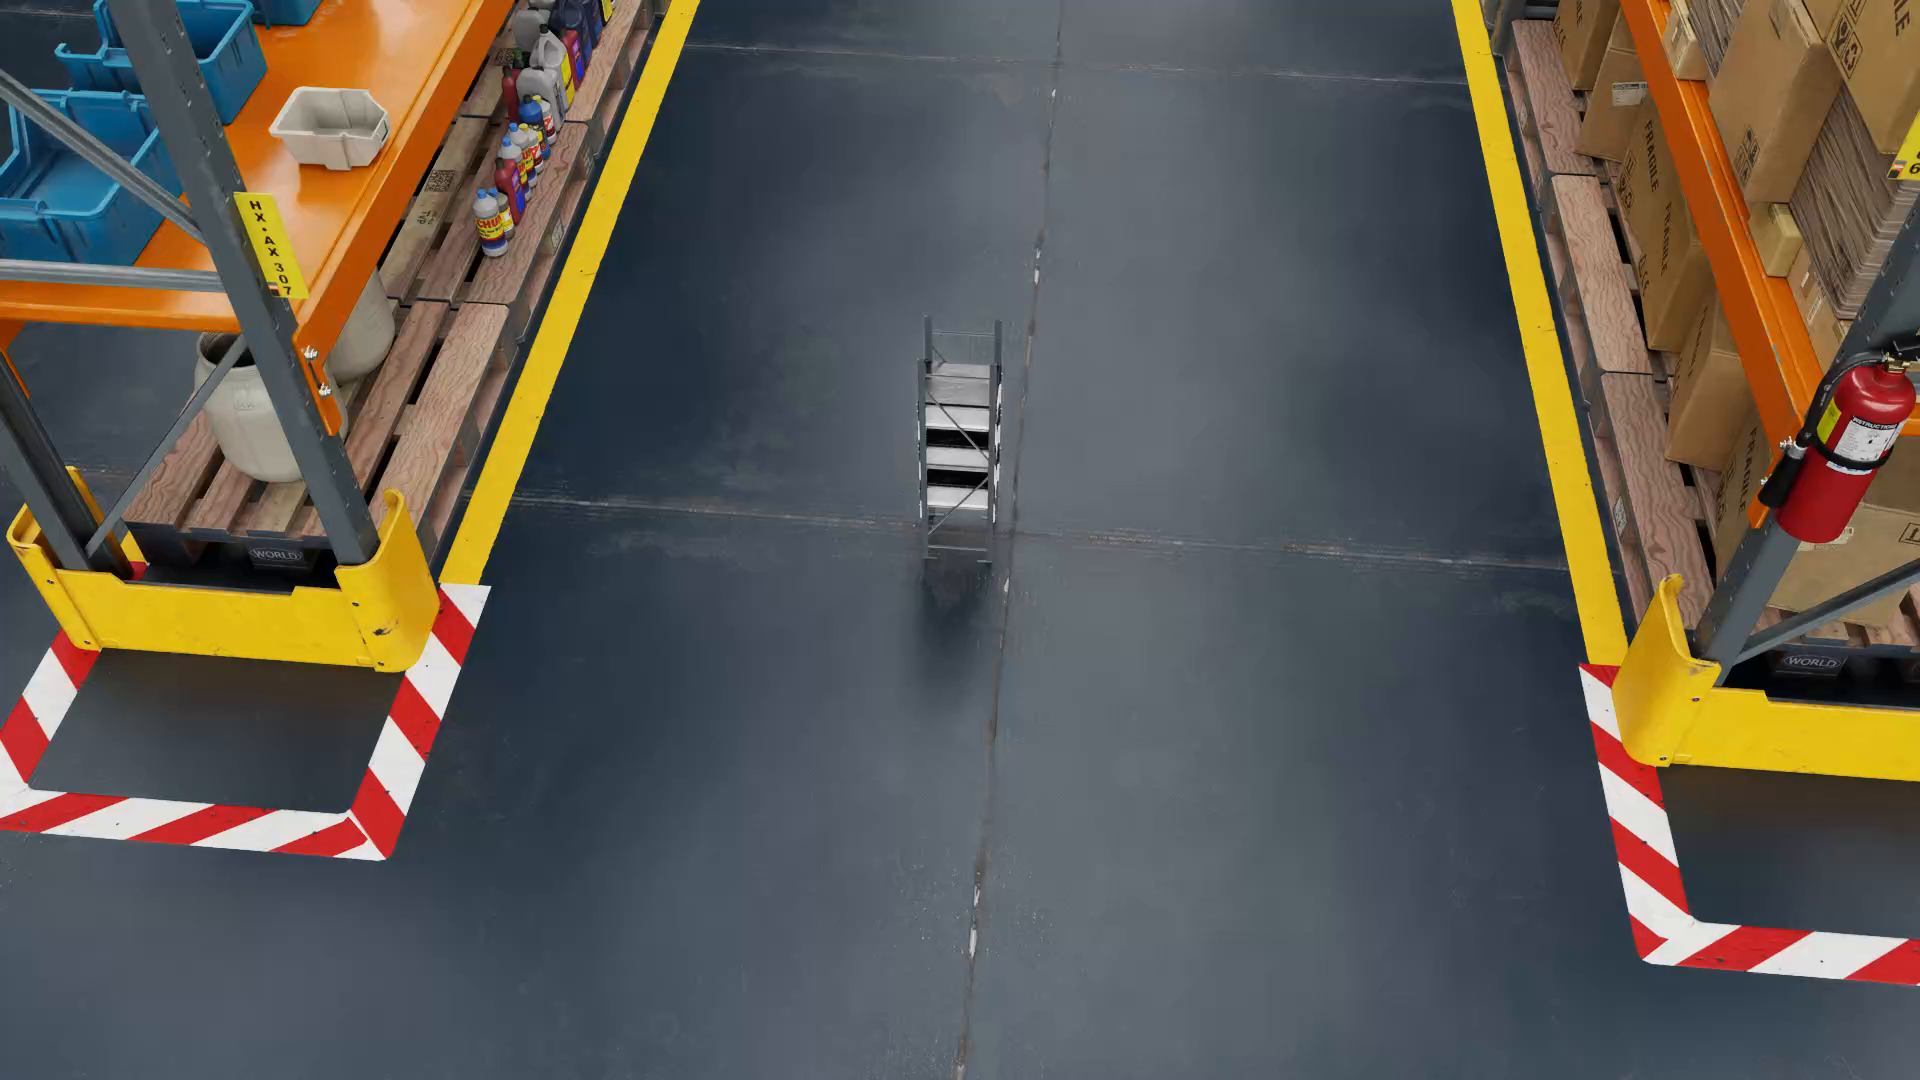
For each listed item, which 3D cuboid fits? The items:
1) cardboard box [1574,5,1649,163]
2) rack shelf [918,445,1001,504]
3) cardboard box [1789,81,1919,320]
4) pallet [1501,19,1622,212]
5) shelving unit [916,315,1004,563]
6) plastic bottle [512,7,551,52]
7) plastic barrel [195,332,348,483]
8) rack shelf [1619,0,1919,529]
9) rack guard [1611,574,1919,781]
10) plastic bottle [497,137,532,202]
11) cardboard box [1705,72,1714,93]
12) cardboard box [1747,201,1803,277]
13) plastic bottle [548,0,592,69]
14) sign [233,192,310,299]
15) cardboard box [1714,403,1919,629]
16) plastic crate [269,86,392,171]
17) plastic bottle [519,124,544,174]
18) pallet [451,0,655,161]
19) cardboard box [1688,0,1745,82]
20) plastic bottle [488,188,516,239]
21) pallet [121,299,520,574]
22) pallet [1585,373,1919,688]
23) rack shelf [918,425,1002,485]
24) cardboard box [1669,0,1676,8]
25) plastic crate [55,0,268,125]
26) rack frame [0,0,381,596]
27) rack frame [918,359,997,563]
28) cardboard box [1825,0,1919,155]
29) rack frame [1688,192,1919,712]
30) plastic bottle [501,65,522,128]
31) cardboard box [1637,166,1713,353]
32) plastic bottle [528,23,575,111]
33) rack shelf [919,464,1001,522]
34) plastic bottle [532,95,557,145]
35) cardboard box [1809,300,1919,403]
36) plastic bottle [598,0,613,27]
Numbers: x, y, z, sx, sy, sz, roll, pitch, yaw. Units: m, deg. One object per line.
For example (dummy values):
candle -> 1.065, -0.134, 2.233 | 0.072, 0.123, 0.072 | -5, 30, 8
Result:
cardboard box -> 2.889, -1.881, 6.847 | 0.500, 0.500, 0.500 | 18, 50, 16
rack shelf -> 0.001, -0.226, 5.514 | 0.258, 0.077, 0.200 | 4, 48, 4
cardboard box -> 2.723, -0.892, 4.264 | 0.875, 0.500, 0.500 | 4, 48, 4
pallet -> 2.984, -1.858, 7.306 | 1.003, 0.211, 1.213 | 4, 48, 4
shelving unit -> 0.001, -0.310, 5.423 | 0.258, 0.900, 0.210 | 4, 48, 4
plastic bottle -> -1.862, -2.215, 7.291 | 0.152, 0.276, 0.135 | 4, 48, 4
plastic barrel -> -2.303, -0.480, 5.557 | 0.421, 0.512, 0.421 | 0, 48, 0
rack shelf -> 2.827, -1.583, 5.652 | 1.077, 0.370, 4.000 | 4, 48, 4
rack guard -> 2.652, 0.432, 5.016 | 1.175, 0.500, 0.348 | 4, 48, 4
plastic bottle -> -1.780, -1.480, 6.621 | 0.097, 0.271, 0.097 | 0, 48, 0
cardboard box -> 2.563, -1.414, 5.181 | 0.380, 0.149, 0.250 | 4, 48, 4
cardboard box -> 2.460, -0.865, 4.679 | 0.380, 0.149, 0.250 | 4, 48, 4
plastic bottle -> -1.712, -2.249, 7.271 | 0.144, 0.351, 0.185 | 2, 48, 2
sign -> -1.740, -0.742, 4.208 | 0.100, 0.325, 0.005 | 4, 48, 4
cardboard box -> 2.719, -0.112, 5.229 | 0.500, 0.500, 0.500 | 12, 49, 11
plastic crate -> -1.885, -1.236, 5.026 | 0.298, 0.136, 0.250 | 4, 48, 4
plastic bottle -> -1.762, -1.602, 6.781 | 0.097, 0.201, 0.097 | 0, 48, 0
pallet -> -2.025, -2.196, 7.616 | 1.003, 0.211, 1.213 | 4, 48, 4
cardboard box -> 2.737, -1.632, 4.941 | 0.875, 0.500, 0.500 | 4, 48, 4
plastic bottle -> -1.802, -1.280, 6.487 | 0.097, 0.201, 0.097 | 0, 48, 0
pallet -> -2.248, -0.403, 5.976 | 1.003, 0.211, 1.213 | 4, 48, 4
pallet -> 2.761, -0.065, 5.667 | 1.003, 0.211, 1.213 | 4, 48, 4
rack shelf -> 0.001, -0.287, 5.448 | 0.258, 0.077, 0.200 | 4, 48, 4
cardboard box -> 2.590, -1.783, 5.518 | 0.380, 0.149, 0.250 | 4, 48, 4
plastic crate -> -2.475, -1.503, 5.193 | 0.499, 0.251, 0.408 | 4, 48, 4
rack frame -> -2.287, -0.689, 4.347 | 1.000, 3.000, 0.127 | 4, 48, 4
rack frame -> -0.009, -0.235, 5.355 | 0.240, 0.900, 0.006 | 4, 48, 4
cardboard box -> 2.449, -1.248, 3.912 | 0.500, 0.500, 0.500 | 4, 48, 4
rack frame -> 2.645, -0.356, 4.043 | 1.000, 3.000, 0.127 | 4, 48, 4
plastic bottle -> -1.866, -1.877, 6.976 | 0.061, 0.283, 0.133 | 4, 48, 4
cardboard box -> 2.815, -1.012, 6.052 | 0.500, 0.500, 0.500 | 8, 48, 7
plastic bottle -> -1.741, -2.012, 7.054 | 0.144, 0.351, 0.185 | 4, 48, 3
rack shelf -> 0.001, -0.166, 5.581 | 0.258, 0.077, 0.200 | 4, 48, 4
plastic bottle -> -1.744, -1.754, 6.919 | 0.097, 0.201, 0.097 | 0, 48, 0
cardboard box -> 2.465, -0.494, 4.340 | 0.380, 0.149, 0.250 | 4, 48, 4
plastic bottle -> -1.638, -2.484, 7.532 | 0.061, 0.283, 0.133 | 6, 48, 5
